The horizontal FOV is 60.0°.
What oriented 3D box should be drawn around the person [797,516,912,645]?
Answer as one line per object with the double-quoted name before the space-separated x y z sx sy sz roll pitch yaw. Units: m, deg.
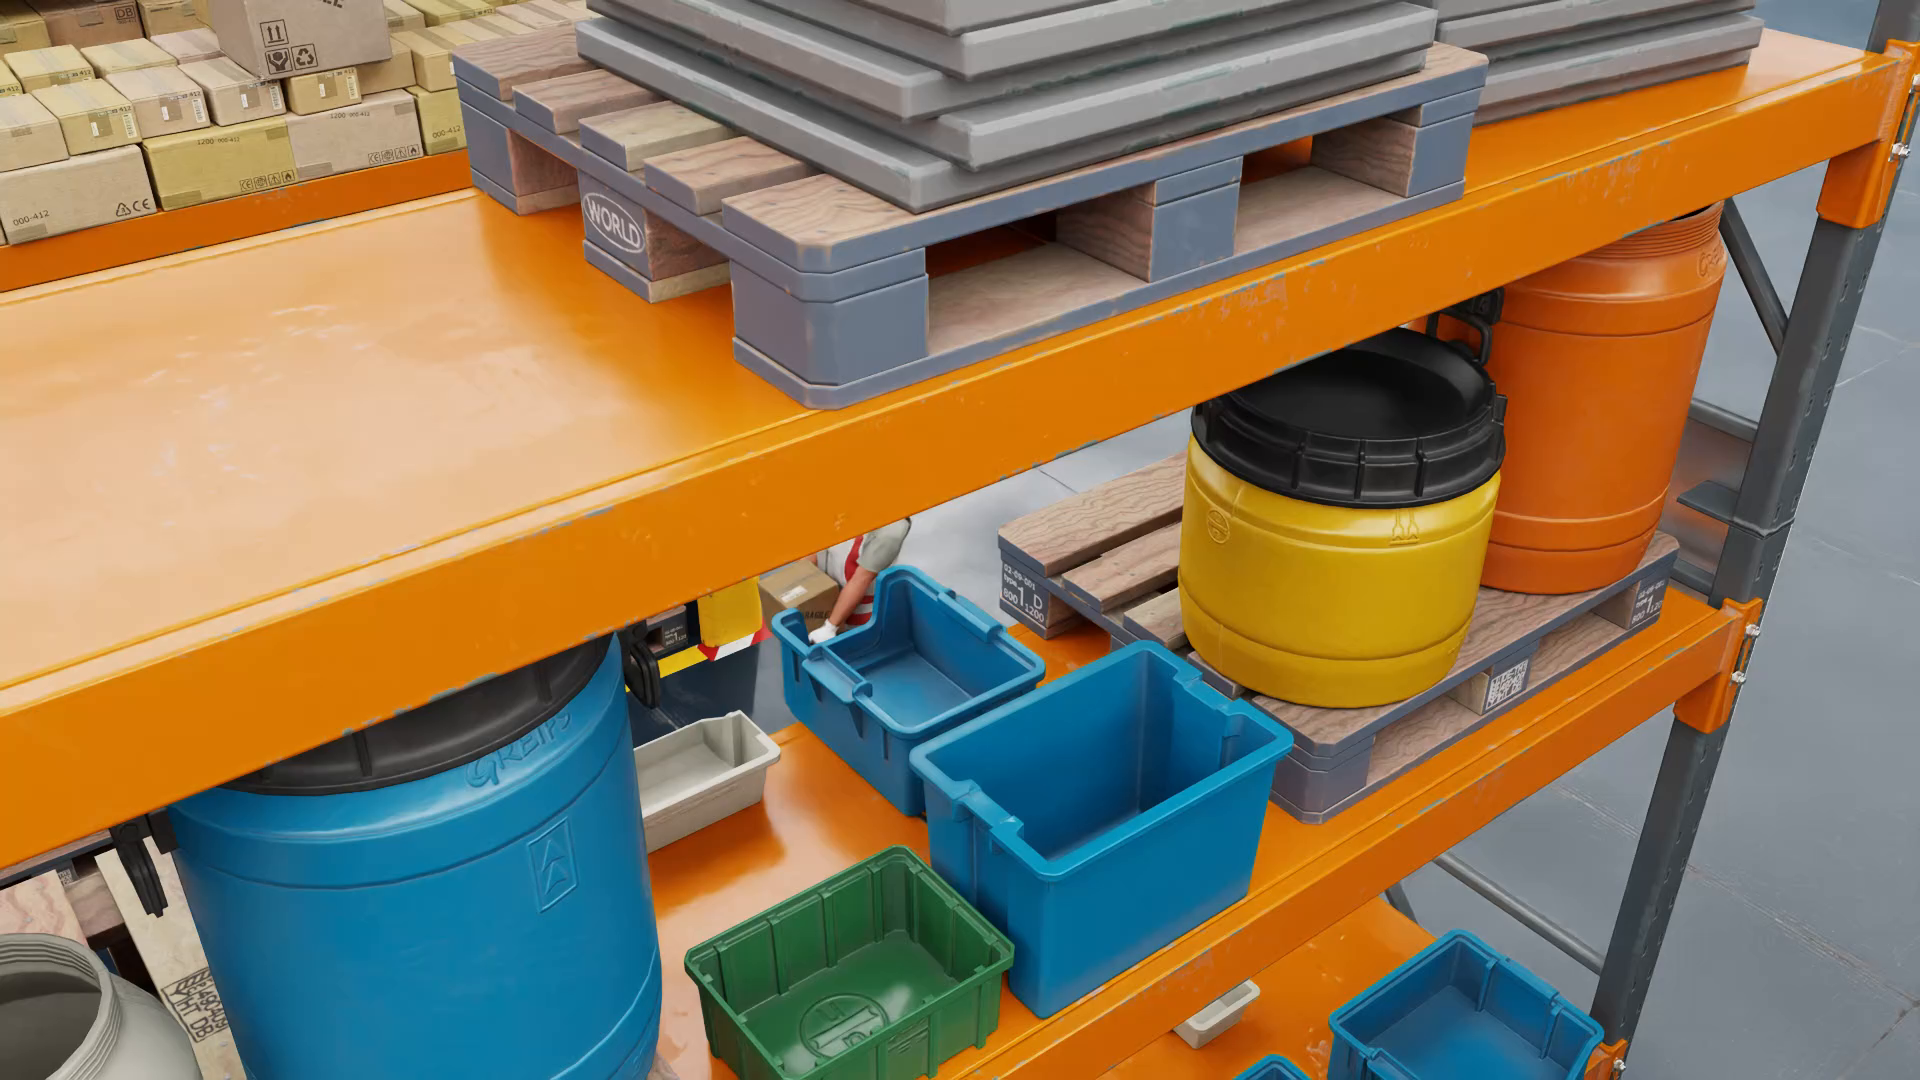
"person" -0.519 0.367 7.189 0.554 1.784 0.494 -22 38 -31
